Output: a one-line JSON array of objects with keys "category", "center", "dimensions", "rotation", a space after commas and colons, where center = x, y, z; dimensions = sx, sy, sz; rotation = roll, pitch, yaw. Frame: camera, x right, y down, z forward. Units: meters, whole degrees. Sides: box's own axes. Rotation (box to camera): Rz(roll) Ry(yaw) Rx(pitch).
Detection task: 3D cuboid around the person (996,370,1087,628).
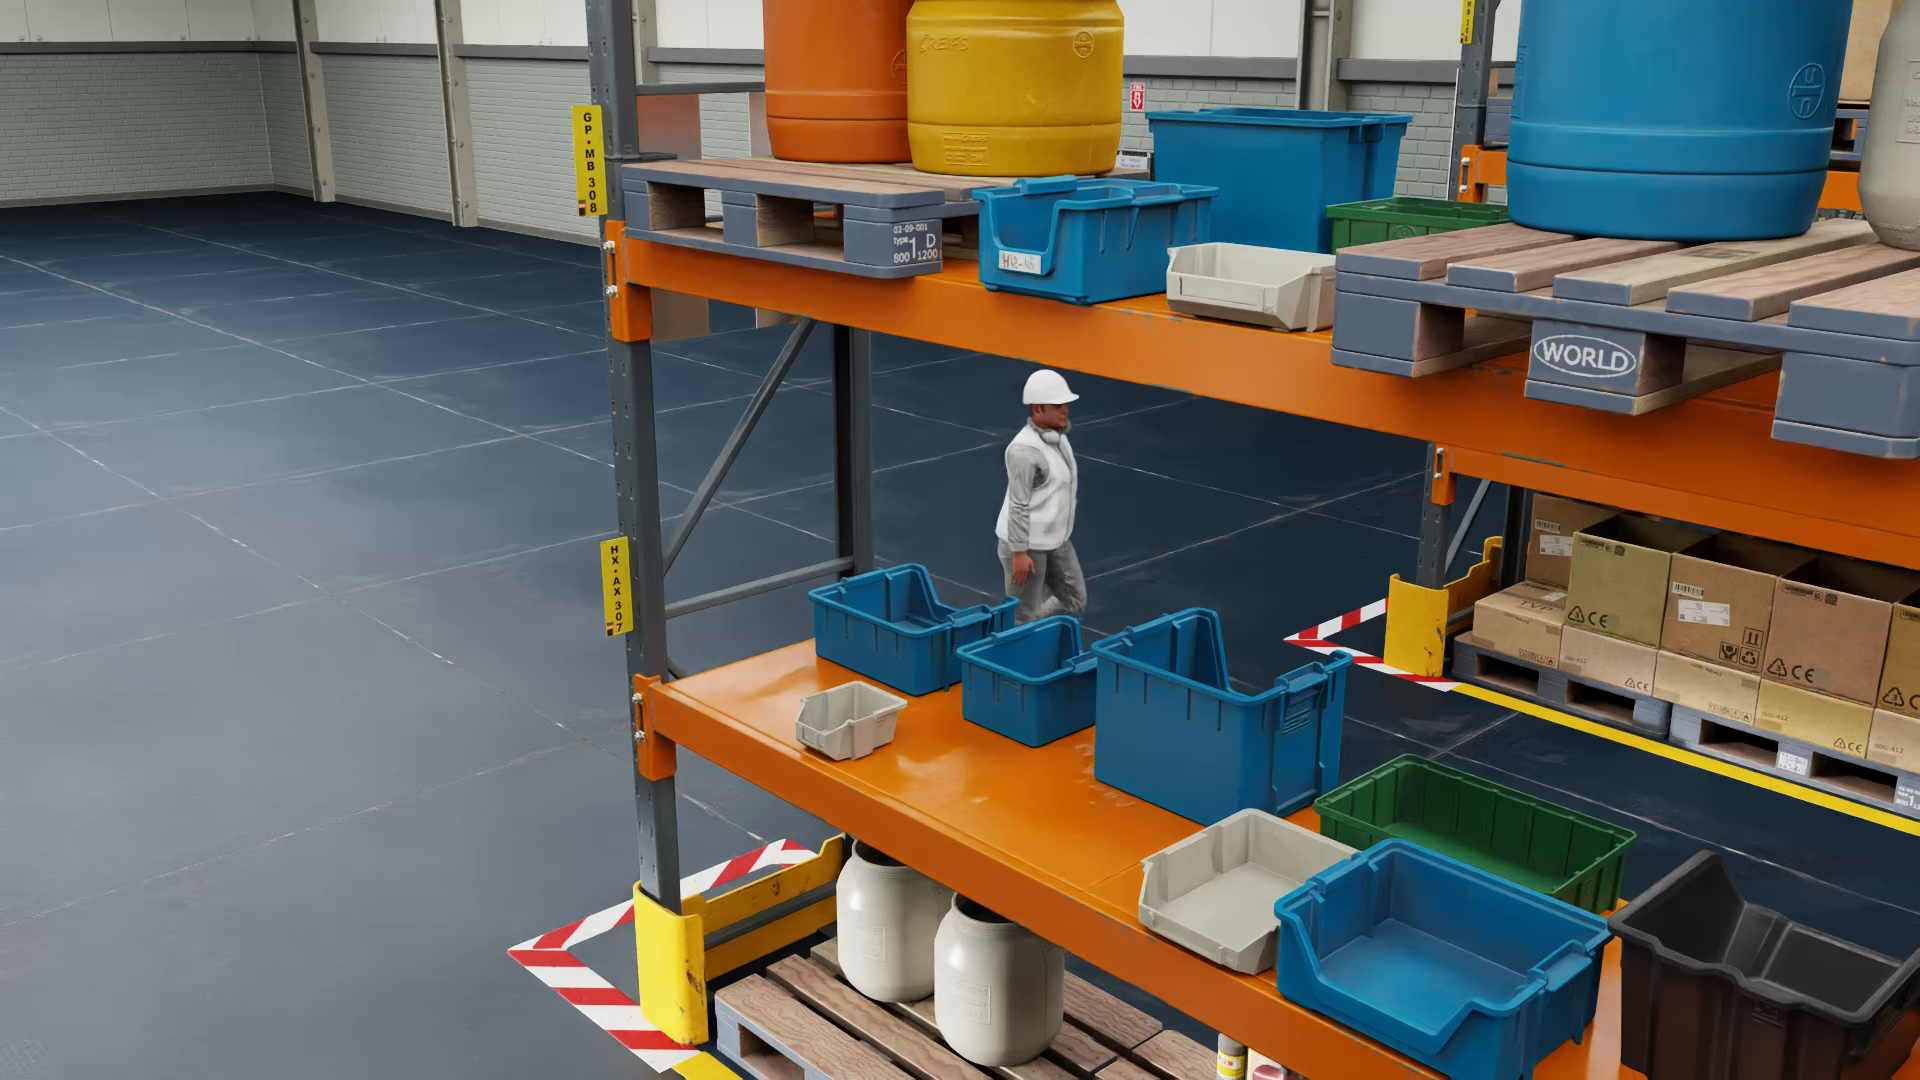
[{"category": "person", "center": [0.384, -0.009, 8.482], "dimensions": [0.476, 1.762, 0.566], "rotation": [8, 19, 24]}]
